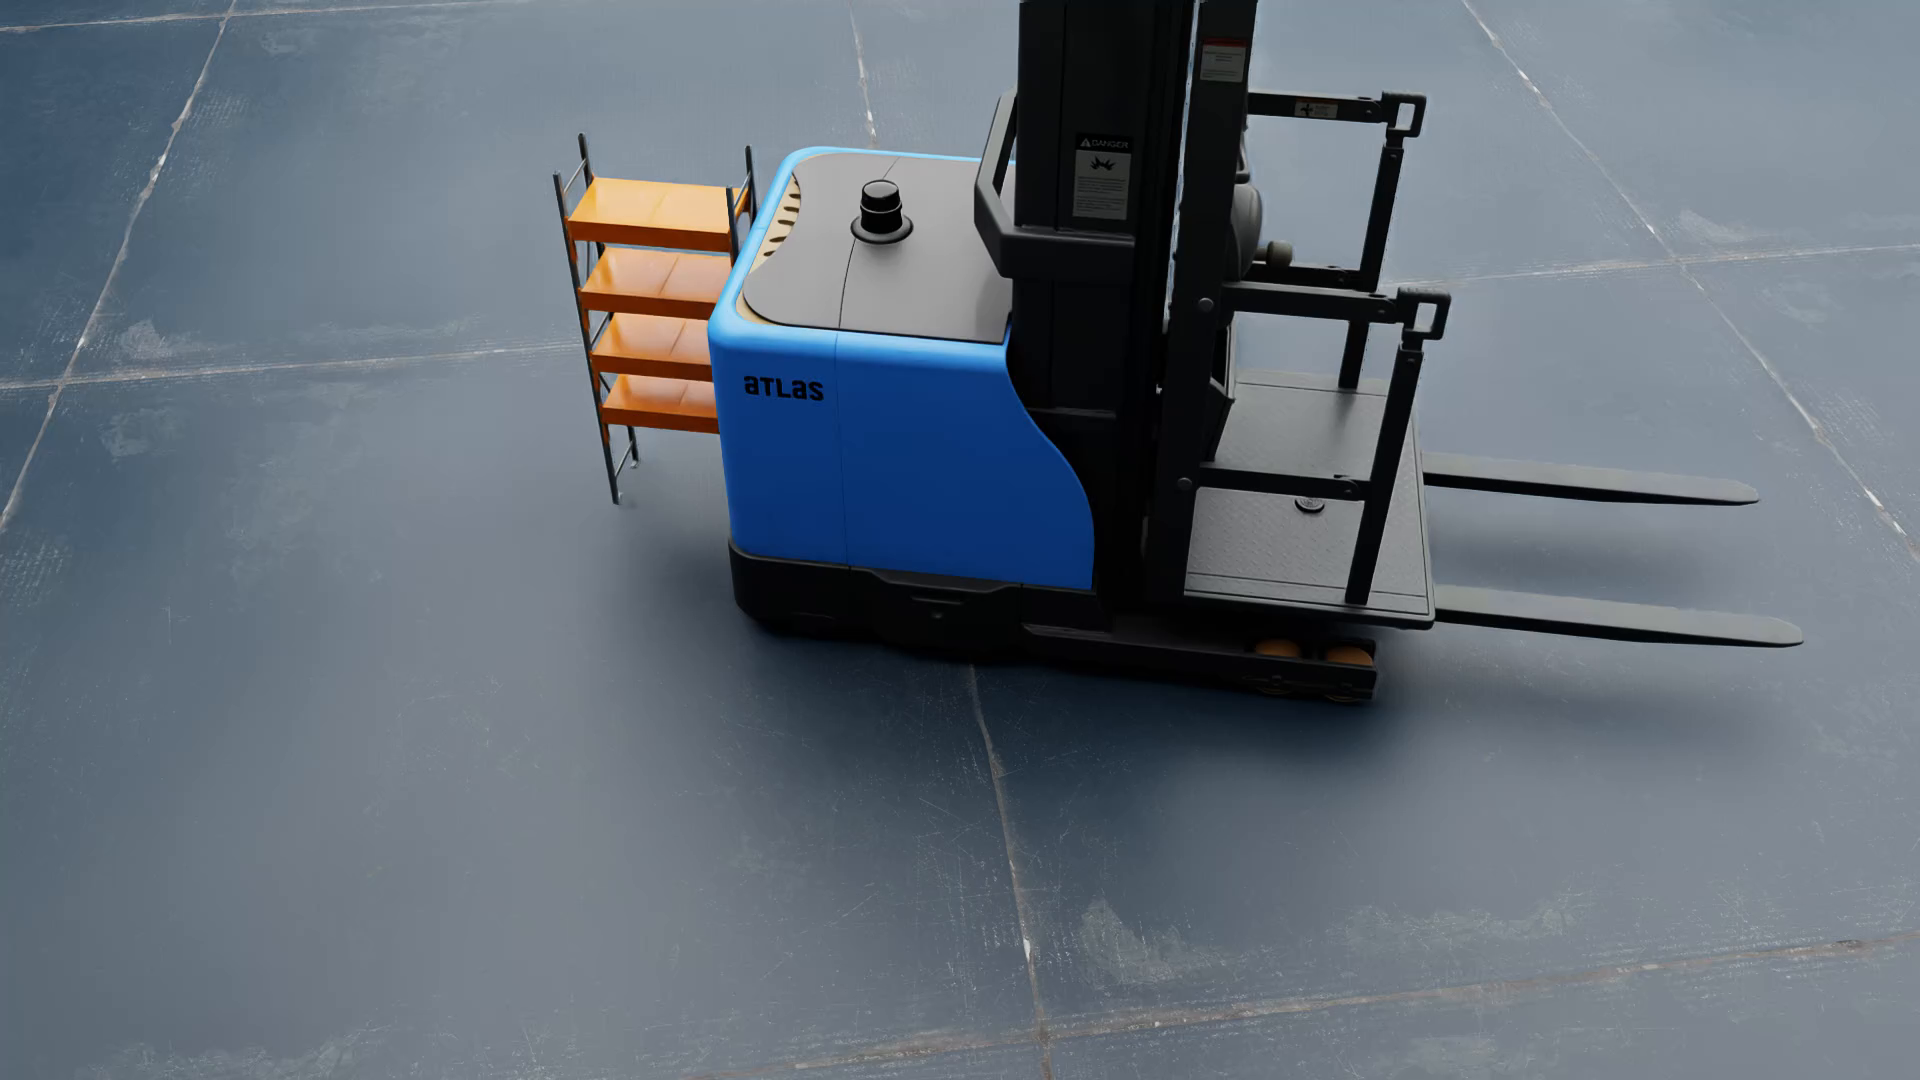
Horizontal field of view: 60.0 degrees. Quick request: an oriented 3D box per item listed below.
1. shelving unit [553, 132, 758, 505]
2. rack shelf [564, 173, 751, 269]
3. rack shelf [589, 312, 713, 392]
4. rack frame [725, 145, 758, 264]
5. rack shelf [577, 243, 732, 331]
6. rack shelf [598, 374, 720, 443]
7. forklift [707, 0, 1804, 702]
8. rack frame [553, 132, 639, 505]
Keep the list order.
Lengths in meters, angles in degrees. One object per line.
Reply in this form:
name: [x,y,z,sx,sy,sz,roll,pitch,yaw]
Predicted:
shelving unit: [-0.855,-0.615,5.036,0.503,1.200,0.258,6,42,6]
rack shelf: [-0.855,-0.907,4.773,0.480,0.148,0.258,6,42,6]
rack shelf: [-0.855,-0.565,5.081,0.480,0.148,0.258,6,42,6]
rack frame: [-0.613,-0.591,5.009,0.015,1.200,0.240,6,42,6]
rack shelf: [-0.855,-0.731,4.931,0.480,0.148,0.258,6,42,6]
rack shelf: [-0.855,-0.418,5.214,0.480,0.148,0.258,6,42,6]
forklift: [0.890,-1.010,4.182,3.031,2.935,1.130,6,42,6]
rack frame: [-1.096,-0.640,5.063,0.015,1.200,0.240,6,42,6]
